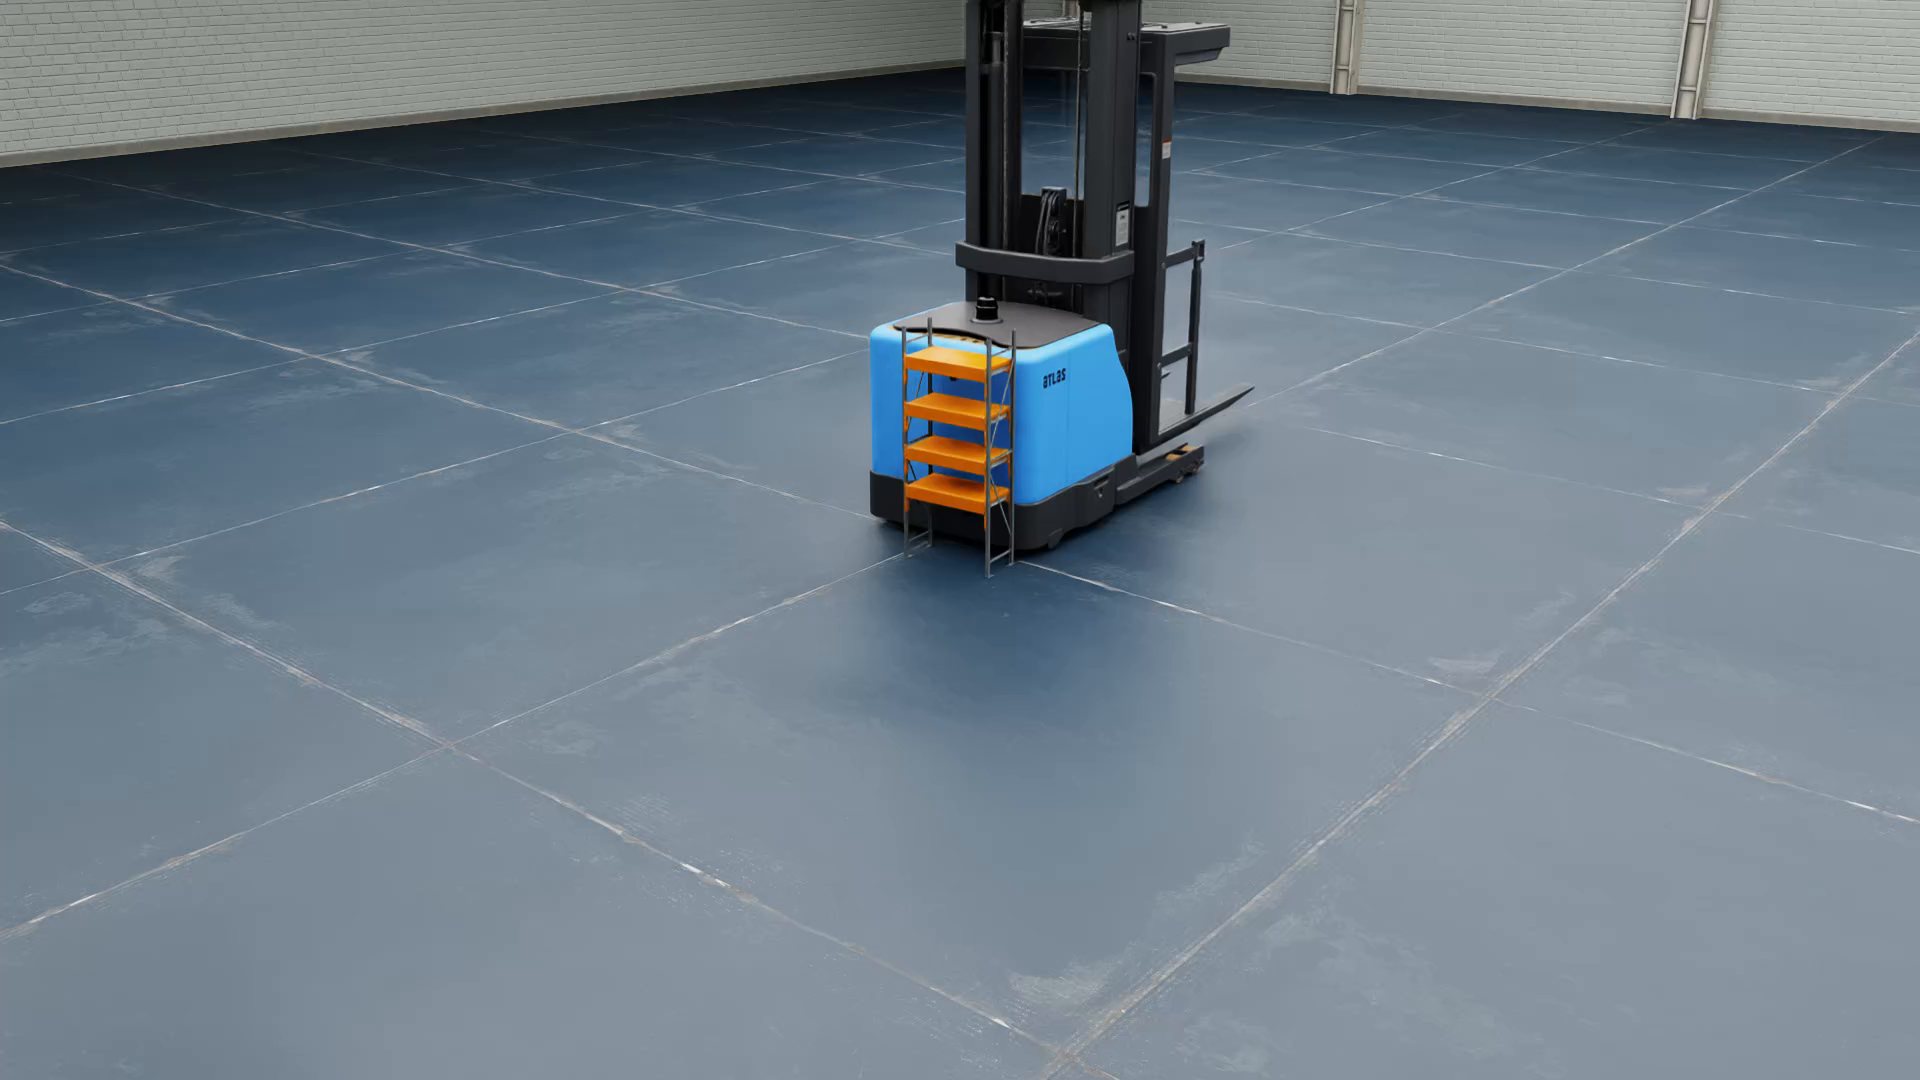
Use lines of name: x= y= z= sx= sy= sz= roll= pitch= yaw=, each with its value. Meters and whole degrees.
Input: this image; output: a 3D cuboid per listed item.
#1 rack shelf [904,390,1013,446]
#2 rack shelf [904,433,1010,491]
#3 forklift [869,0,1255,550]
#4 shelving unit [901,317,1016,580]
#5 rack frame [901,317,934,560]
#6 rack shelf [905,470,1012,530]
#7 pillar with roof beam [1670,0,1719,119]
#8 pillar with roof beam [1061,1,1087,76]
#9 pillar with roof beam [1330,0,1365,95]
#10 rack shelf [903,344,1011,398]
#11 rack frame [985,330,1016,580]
rack shelf: x=-0.007 y=-0.598 z=8.109 sx=0.480 sy=0.148 sz=0.258 roll=13 pitch=24 yaw=31
rack shelf: x=-0.007 y=-0.388 z=8.188 sx=0.480 sy=0.148 sz=0.258 roll=13 pitch=24 yaw=31
forklift: x=0.767 y=-1.784 z=9.244 sx=1.130 sy=2.935 sz=3.031 roll=14 pitch=25 yaw=32
shelving unit: x=-0.007 y=-0.451 z=8.164 sx=0.503 sy=1.200 sz=0.258 roll=13 pitch=24 yaw=31
rack frame: x=-0.210 y=-0.499 z=8.291 sx=0.015 sy=1.200 sz=0.240 roll=13 pitch=24 yaw=31
rack shelf: x=-0.007 y=-0.203 z=8.258 sx=0.480 sy=0.148 sz=0.258 roll=13 pitch=24 yaw=31
pillar with roof beam: x=8.868 y=-9.780 z=21.849 sx=0.400 sy=9.000 sz=9.100 roll=16 pitch=26 yaw=36
pillar with roof beam: x=-0.428 y=-12.457 z=28.948 sx=0.400 sy=9.000 sz=9.100 roll=16 pitch=26 yaw=36
pillar with roof beam: x=4.220 y=-11.118 z=25.398 sx=0.400 sy=9.000 sz=9.100 roll=16 pitch=26 yaw=36
rack shelf: x=-0.007 y=-0.819 z=8.026 sx=0.480 sy=0.148 sz=0.258 roll=13 pitch=24 yaw=31
rack frame: x=0.196 y=-0.403 z=8.037 sx=0.015 sy=1.200 sz=0.240 roll=13 pitch=24 yaw=31
